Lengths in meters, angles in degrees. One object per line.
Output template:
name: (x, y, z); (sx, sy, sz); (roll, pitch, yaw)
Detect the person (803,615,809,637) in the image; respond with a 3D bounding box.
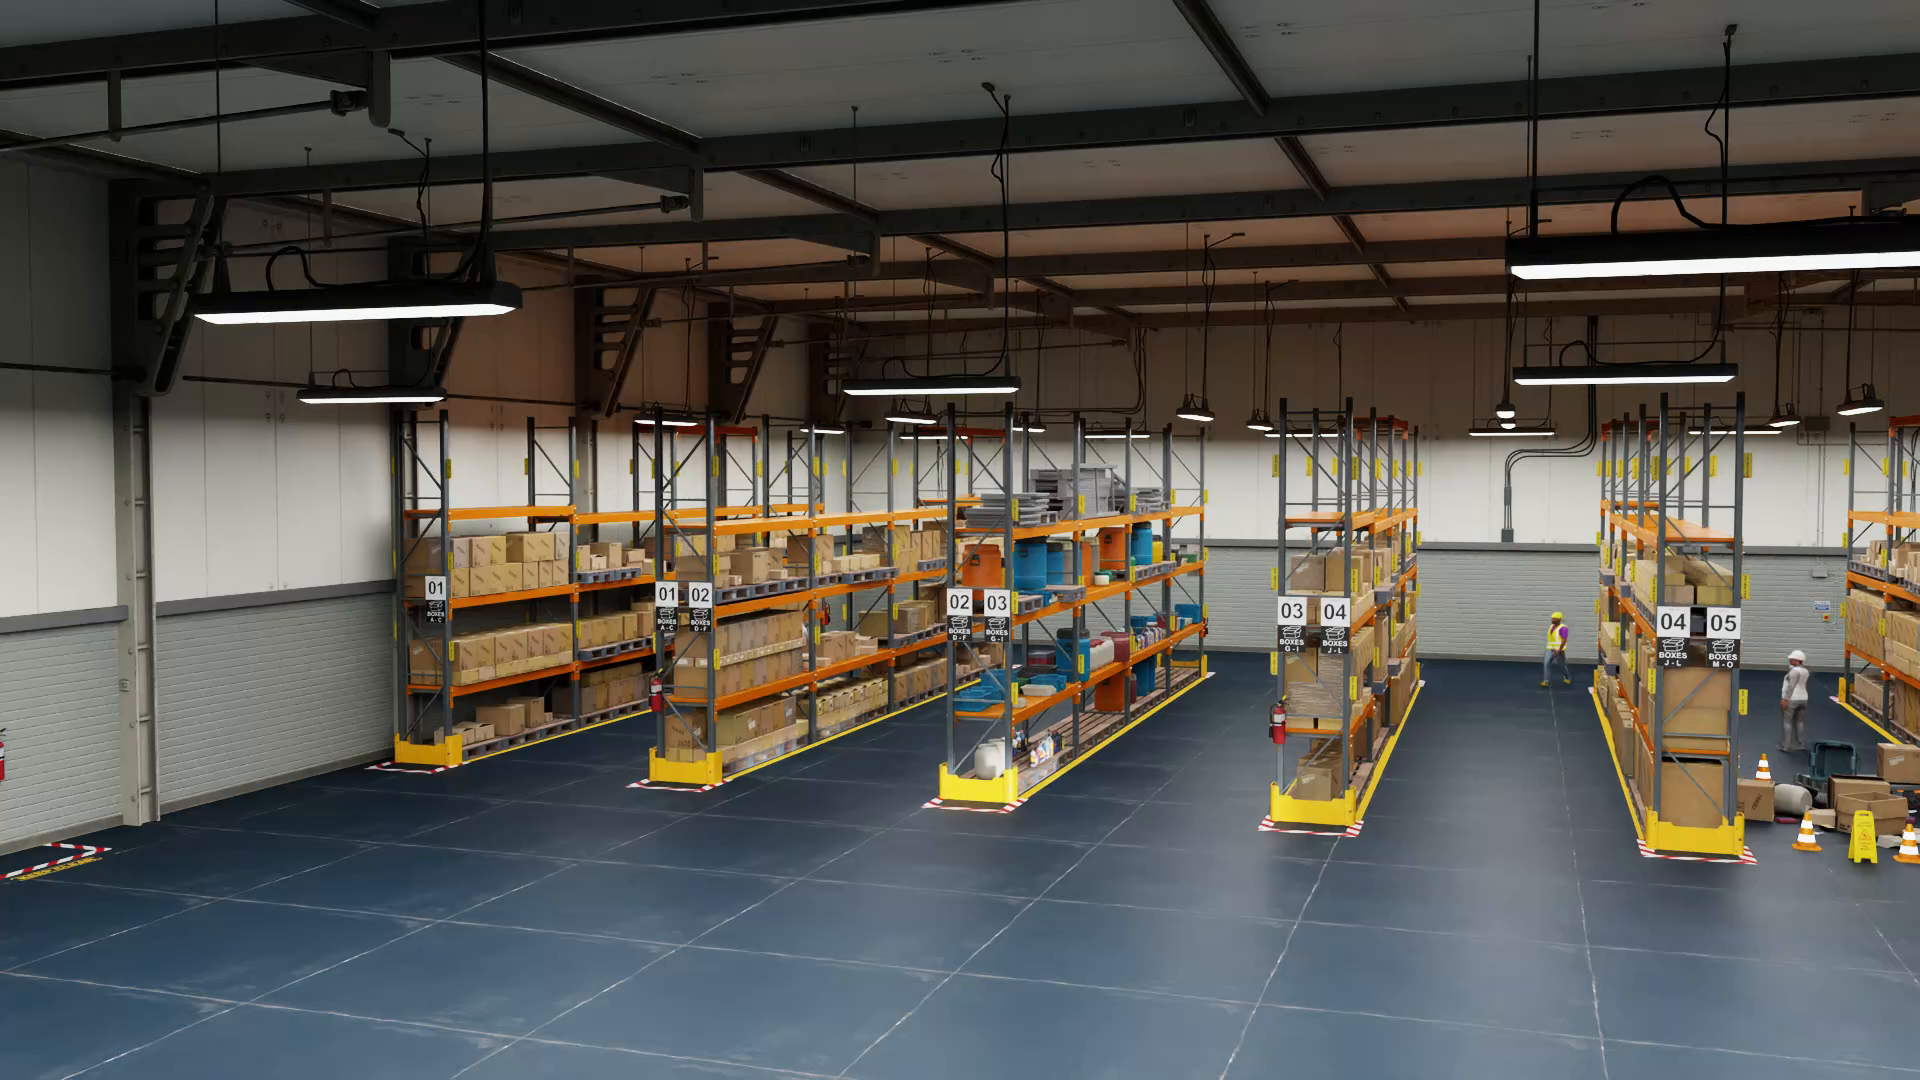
person: (-3.726, 2.531, 38.932); (0.420, 1.761, 0.557); (2, 3, 35)

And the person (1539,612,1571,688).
person: (13.674, 2.517, 38.089); (1.035, 1.727, 0.539); (-2, 3, -45)

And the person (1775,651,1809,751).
person: (14.852, 2.860, 29.603); (0.602, 1.780, 0.413); (-1, 3, -21)
